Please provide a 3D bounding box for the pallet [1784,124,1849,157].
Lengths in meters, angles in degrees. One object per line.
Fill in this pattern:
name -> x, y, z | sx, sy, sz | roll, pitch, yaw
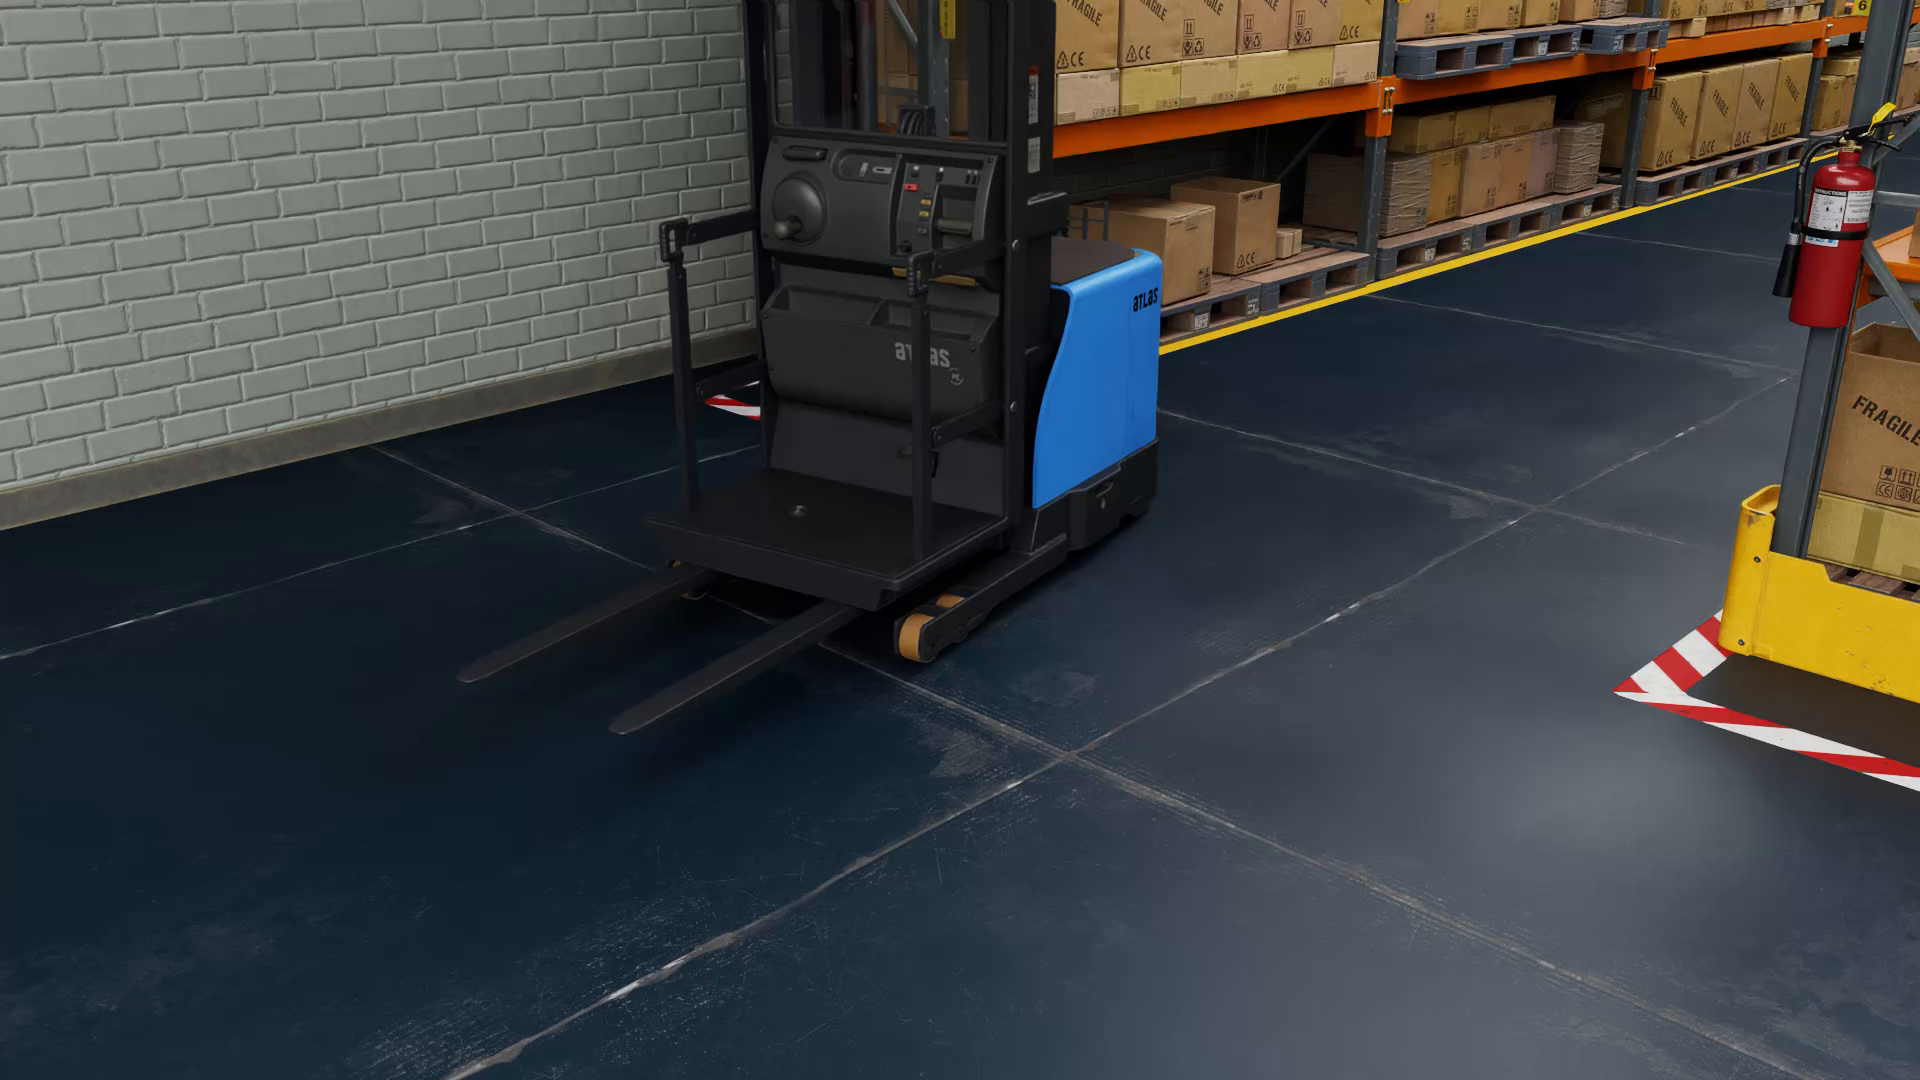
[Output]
pallet -> 8.511, -4.145, 17.066 | 1.003, 0.211, 1.213 | 19, 28, 41

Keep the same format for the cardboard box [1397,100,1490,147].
cardboard box -> 3.511, -3.045, 12.143 | 0.500, 0.250, 0.500 | 18, 28, 39

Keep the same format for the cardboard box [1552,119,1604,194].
cardboard box -> 4.669, -3.083, 13.287 | 0.500, 0.500, 0.700 | -20, 29, -41

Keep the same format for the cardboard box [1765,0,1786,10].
cardboard box -> 7.078, -5.024, 14.882 | 0.500, 0.500, 0.500 | 19, 28, 41

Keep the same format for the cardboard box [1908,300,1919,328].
cardboard box -> 3.953, -0.683, 6.373 | 0.500, 0.500, 0.500 | 19, 28, 41

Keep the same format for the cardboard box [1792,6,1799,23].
cardboard box -> 7.520, -4.879, 15.411 | 0.250, 0.149, 0.380 | -19, 28, -40

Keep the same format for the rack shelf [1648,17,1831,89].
rack shelf -> 6.530, -4.421, 14.899 | 1.077, 0.370, 4.000 | 19, 28, 41

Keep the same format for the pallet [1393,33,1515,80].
pallet -> 2.981, -3.285, 11.208 | 1.003, 0.211, 1.213 | 19, 28, 41

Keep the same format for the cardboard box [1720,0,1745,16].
cardboard box -> 6.376, -4.758, 14.191 | 0.500, 0.500, 0.500 | 19, 28, 40

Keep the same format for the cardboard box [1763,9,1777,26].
cardboard box -> 7.159, -4.751, 15.075 | 0.380, 0.149, 0.250 | 19, 28, 41

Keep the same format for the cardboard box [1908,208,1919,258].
cardboard box -> 3.440, -1.111, 5.145 | 0.700, 0.500, 0.500 | 19, 28, 41

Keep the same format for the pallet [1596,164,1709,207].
pallet -> 5.738, -3.125, 14.411 | 1.003, 0.211, 1.213 | 19, 28, 41

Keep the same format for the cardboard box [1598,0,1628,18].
cardboard box -> 4.814, -4.372, 13.015 | 0.700, 0.500, 0.500 | 15, 26, 35

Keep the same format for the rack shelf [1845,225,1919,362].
rack shelf -> 4.501, -1.126, 6.326 | 1.077, 0.370, 4.000 | 19, 28, 41

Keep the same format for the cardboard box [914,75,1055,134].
cardboard box -> 0.121, -2.172, 8.225 | 0.500, 0.250, 0.500 | 18, 28, 39

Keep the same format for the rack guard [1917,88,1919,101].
rack guard -> 10.732, -5.139, 19.247 | 1.175, 0.500, 0.348 | 19, 28, 41

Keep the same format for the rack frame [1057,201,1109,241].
rack frame -> 0.513, -0.858, 7.135 | 0.240, 1.200, 0.006 | 13, 24, 30

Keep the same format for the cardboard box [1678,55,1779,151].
cardboard box -> 6.947, -4.035, 15.302 | 0.750, 0.750, 0.750 | -19, 28, -40

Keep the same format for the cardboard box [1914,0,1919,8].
cardboard box -> 9.867, -6.116, 17.888 | 0.980, 0.700, 0.700 | 19, 28, 40

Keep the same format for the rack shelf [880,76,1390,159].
rack shelf -> 0.949, -2.365, 9.549 | 1.077, 0.370, 4.000 | 19, 28, 41

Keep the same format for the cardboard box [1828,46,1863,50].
cardboard box -> 9.715, -5.314, 18.214 | 0.380, 0.149, 0.250 | 20, 28, 41

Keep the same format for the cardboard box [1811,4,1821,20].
cardboard box -> 7.892, -5.005, 15.739 | 0.380, 0.149, 0.250 | 20, 28, 41

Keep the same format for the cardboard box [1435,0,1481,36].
cardboard box -> 3.118, -3.731, 11.348 | 0.500, 0.500, 0.700 | -17, 27, -37

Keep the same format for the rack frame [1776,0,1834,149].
rack frame -> 7.925, -5.271, 16.108 | 1.000, 3.000, 0.127 | 19, 28, 41

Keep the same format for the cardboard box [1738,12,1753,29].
cardboard box -> 6.781, -4.624, 14.747 | 0.250, 0.149, 0.380 | -19, 28, -40

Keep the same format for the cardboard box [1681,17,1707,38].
cardboard box -> 5.958, -4.271, 13.829 | 0.250, 0.149, 0.380 | -19, 28, -40

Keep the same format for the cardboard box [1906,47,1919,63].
cardboard box -> 10.340, -5.348, 18.302 | 0.380, 0.149, 0.250 | 19, 28, 40

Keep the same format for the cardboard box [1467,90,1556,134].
cardboard box -> 4.227, -3.303, 12.812 | 0.500, 0.250, 0.500 | -20, 28, -41

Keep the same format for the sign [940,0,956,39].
sign -> -0.058, -2.455, 7.574 | 0.100, 0.325, 0.005 | 19, 28, 41

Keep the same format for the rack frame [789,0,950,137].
rack frame -> -0.446, -2.186, 8.082 | 1.000, 3.000, 0.127 | 19, 28, 41

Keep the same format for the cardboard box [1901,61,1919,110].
cardboard box -> 10.299, -5.124, 18.623 | 0.700, 0.500, 0.500 | 19, 28, 41

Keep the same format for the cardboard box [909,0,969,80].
cardboard box -> 0.102, -2.523, 8.095 | 0.500, 0.500, 0.500 | 19, 28, 41

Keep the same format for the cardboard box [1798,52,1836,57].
cardboard box -> 9.003, -5.051, 17.529 | 0.380, 0.149, 0.250 | 20, 28, 41

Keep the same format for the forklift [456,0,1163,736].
forklift -> -0.399, -1.150, 5.480 | 1.130, 2.935, 3.031 | 13, 24, 30

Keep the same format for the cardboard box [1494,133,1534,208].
cardboard box -> 3.900, -2.845, 12.667 | 0.700, 0.500, 0.500 | 19, 28, 40

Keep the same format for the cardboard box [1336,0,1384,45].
cardboard box -> 2.236, -3.305, 10.129 | 0.500, 0.500, 0.500 | 19, 28, 41

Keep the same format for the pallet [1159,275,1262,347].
pallet -> 1.050, -1.416, 9.966 | 1.003, 0.211, 1.213 | 19, 28, 41

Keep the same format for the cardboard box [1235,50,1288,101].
cardboard box -> 1.537, -2.697, 9.592 | 0.500, 0.250, 0.500 | 19, 28, 40

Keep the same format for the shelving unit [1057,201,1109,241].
shelving unit -> 0.464, -0.830, 7.062 | 0.258, 1.200, 0.189 | 13, 24, 30

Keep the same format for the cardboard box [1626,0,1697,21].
cardboard box -> 5.657, -4.499, 13.516 | 0.500, 0.500, 0.500 | -19, 28, -40

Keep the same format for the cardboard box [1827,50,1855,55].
cardboard box -> 9.359, -5.182, 17.871 | 0.380, 0.149, 0.250 | 20, 28, 41

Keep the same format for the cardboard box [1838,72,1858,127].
cardboard box -> 8.873, -4.595, 17.248 | 0.700, 0.500, 0.500 | 19, 28, 40

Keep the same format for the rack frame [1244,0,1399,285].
rack frame -> 2.344, -3.215, 10.757 | 1.000, 3.000, 0.127 | 19, 28, 41

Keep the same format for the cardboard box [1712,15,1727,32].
cardboard box -> 6.408, -4.499, 14.422 | 0.250, 0.149, 0.380 | -20, 28, -41

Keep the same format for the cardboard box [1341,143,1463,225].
cardboard box -> 3.170, -2.592, 12.008 | 0.700, 0.500, 0.500 | 19, 28, 40

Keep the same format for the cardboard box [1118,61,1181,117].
cardboard box -> 0.833, -2.438, 8.919 | 0.500, 0.250, 0.500 | 19, 28, 40

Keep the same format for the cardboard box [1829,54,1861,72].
cardboard box -> 9.254, -4.946, 17.257 | 0.380, 0.149, 0.250 | 18, 28, 39

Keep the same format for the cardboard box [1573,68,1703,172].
cardboard box -> 5.741, -3.592, 14.149 | 0.750, 0.750, 0.750 | 19, 28, 40

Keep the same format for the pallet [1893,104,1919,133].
pallet -> 10.213, -4.773, 18.697 | 1.003, 0.211, 1.213 | 19, 28, 41

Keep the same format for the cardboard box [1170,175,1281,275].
cardboard box -> 1.649, -1.976, 10.407 | 0.500, 0.500, 0.500 | 17, 27, 37

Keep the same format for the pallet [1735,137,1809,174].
pallet -> 7.441, -3.752, 16.043 | 1.003, 0.211, 1.213 | 19, 28, 41

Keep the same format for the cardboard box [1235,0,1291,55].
cardboard box -> 1.533, -3.049, 9.461 | 0.500, 0.500, 0.500 | 18, 28, 39

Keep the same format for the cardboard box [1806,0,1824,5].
cardboard box -> 7.783, -5.284, 15.560 | 0.500, 0.500, 0.500 | 19, 28, 40

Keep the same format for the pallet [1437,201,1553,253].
pallet -> 3.737, -2.429, 12.599 | 1.003, 0.211, 1.213 | 19, 28, 41

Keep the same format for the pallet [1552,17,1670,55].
pallet -> 4.714, -3.944, 12.921 | 1.213, 0.211, 1.003 | 19, 28, 41

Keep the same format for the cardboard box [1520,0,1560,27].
cardboard box -> 3.960, -4.046, 12.167 | 0.700, 0.500, 0.500 | 19, 28, 41

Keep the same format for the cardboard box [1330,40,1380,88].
cardboard box -> 2.231, -2.956, 10.267 | 0.500, 0.250, 0.500 | 19, 28, 41

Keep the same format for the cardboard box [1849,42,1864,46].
cardboard box -> 10.242, -5.509, 18.720 | 0.380, 0.149, 0.250 | 20, 28, 41

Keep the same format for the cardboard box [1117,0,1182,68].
cardboard box -> 0.819, -2.779, 8.760 | 0.500, 0.500, 0.500 | 18, 27, 39
